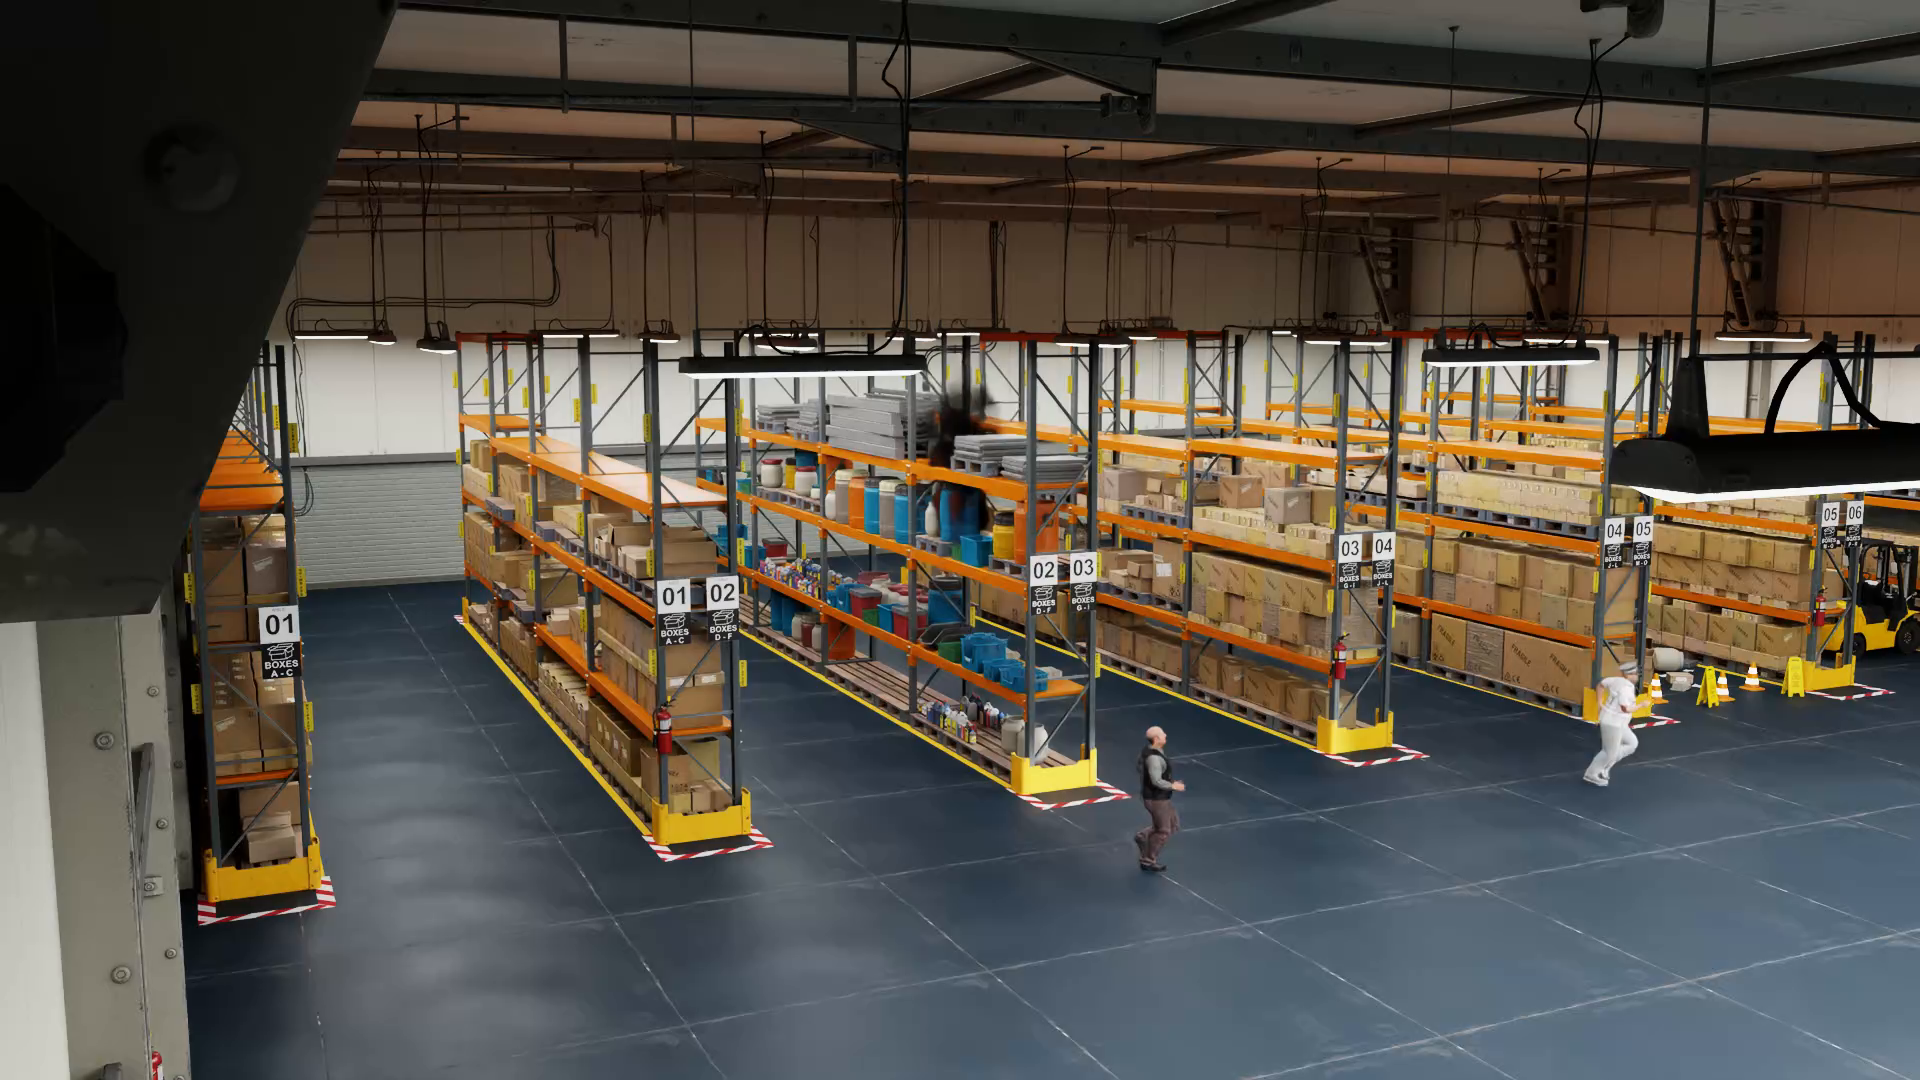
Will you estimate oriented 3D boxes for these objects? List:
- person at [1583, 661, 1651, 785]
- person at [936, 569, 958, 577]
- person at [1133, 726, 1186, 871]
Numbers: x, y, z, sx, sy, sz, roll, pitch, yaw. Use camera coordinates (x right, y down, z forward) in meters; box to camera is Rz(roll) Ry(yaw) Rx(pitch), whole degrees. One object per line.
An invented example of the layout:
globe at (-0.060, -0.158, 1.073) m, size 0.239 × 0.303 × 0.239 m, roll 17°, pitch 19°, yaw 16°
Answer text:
person at (8.843, 2.464, 22.357) m, size 0.802 × 1.711 × 0.633 m, roll 2°, pitch 8°, yaw 17°
person at (-0.240, 1.241, 31.335) m, size 0.662 × 1.813 × 0.892 m, roll -4°, pitch 9°, yaw -27°
person at (2.299, 2.950, 19.021) m, size 0.542 × 1.680 × 0.655 m, roll 0°, pitch 8°, yaw 1°
